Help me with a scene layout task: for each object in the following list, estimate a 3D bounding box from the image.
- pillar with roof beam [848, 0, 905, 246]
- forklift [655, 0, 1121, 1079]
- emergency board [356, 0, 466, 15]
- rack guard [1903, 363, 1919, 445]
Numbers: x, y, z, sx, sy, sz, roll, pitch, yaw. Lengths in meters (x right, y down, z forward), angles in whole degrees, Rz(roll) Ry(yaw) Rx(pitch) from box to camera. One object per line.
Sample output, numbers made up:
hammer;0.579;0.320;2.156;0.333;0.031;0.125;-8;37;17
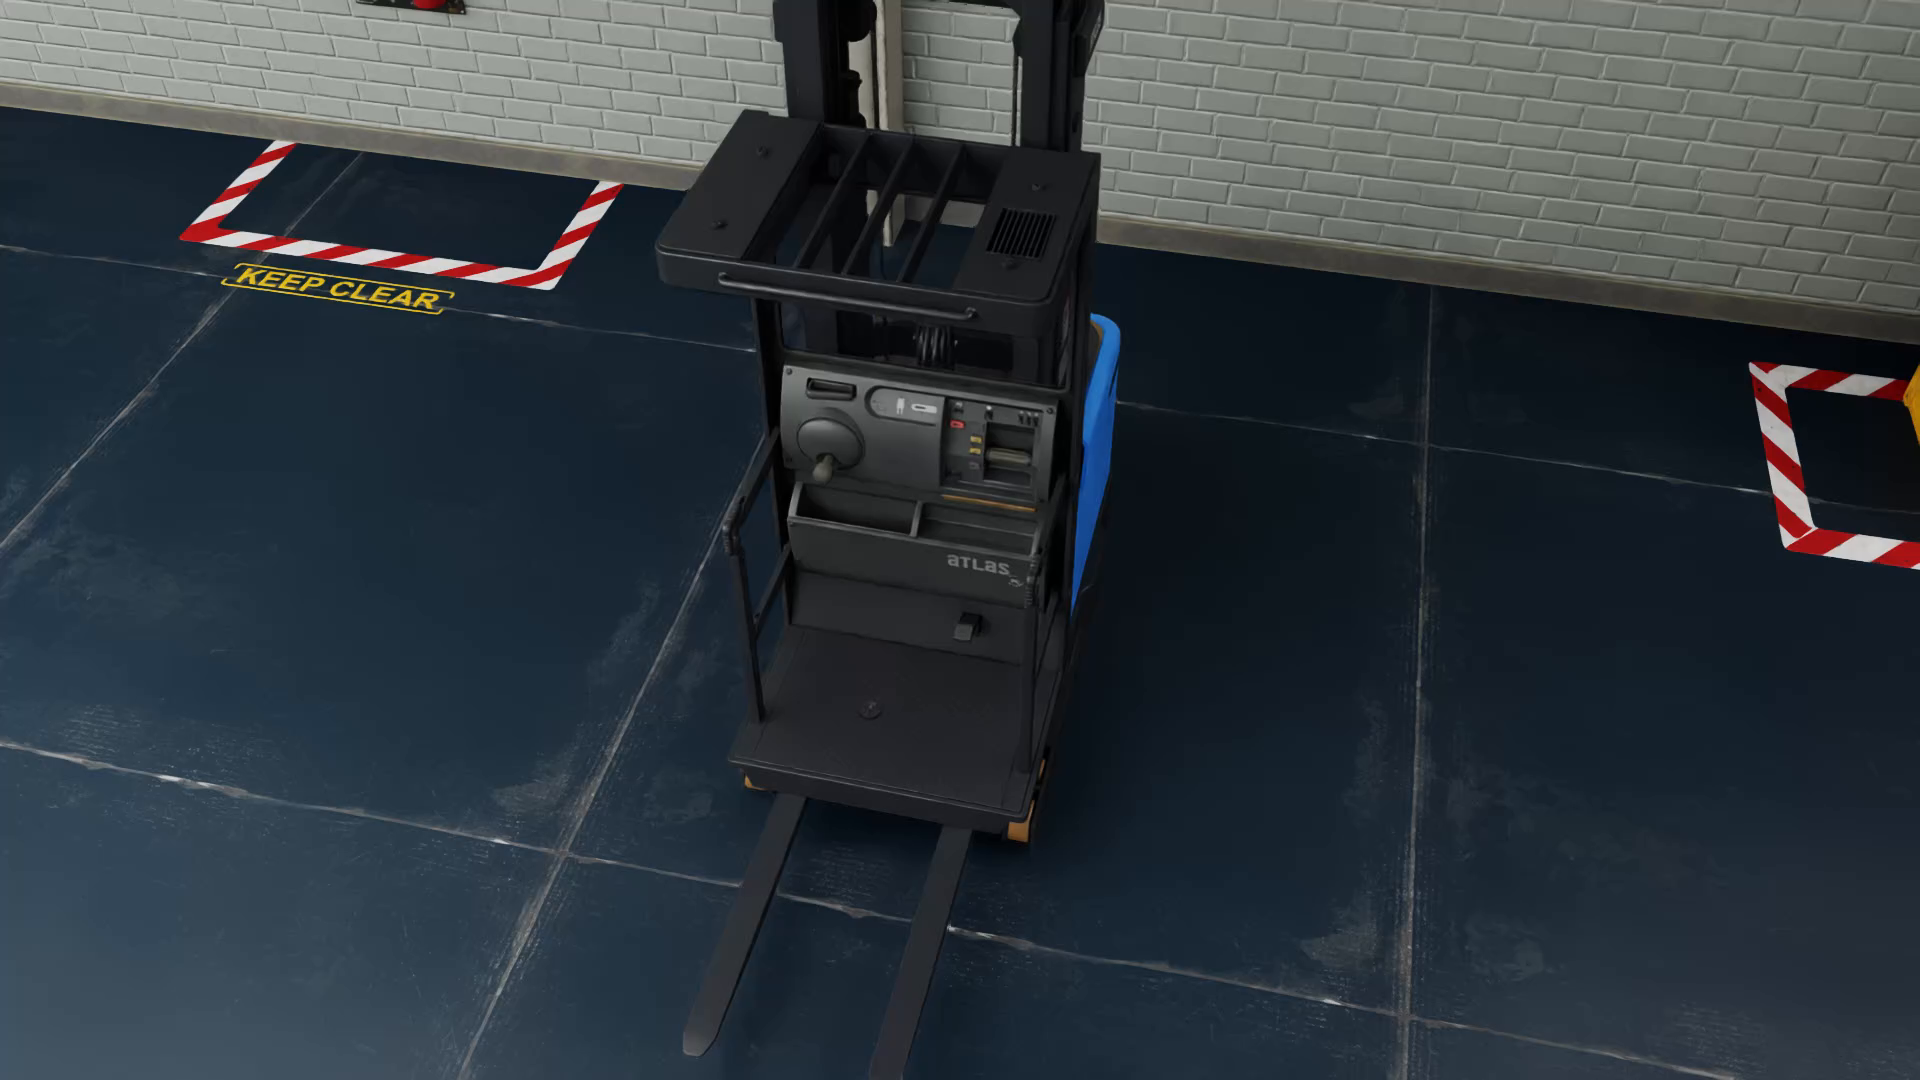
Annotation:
pillar with roof beam;-1.458;-2.023;2.823;0.400;9.000;9.100;9;45;9
forklift;-0.191;-0.253;5.359;1.130;2.935;3.031;9;45;10
emergency board;-2.922;-3.175;8.345;0.643;1.169;0.194;9;45;9
rack guard;4.539;-0.475;7.343;0.348;0.500;1.175;9;45;9
